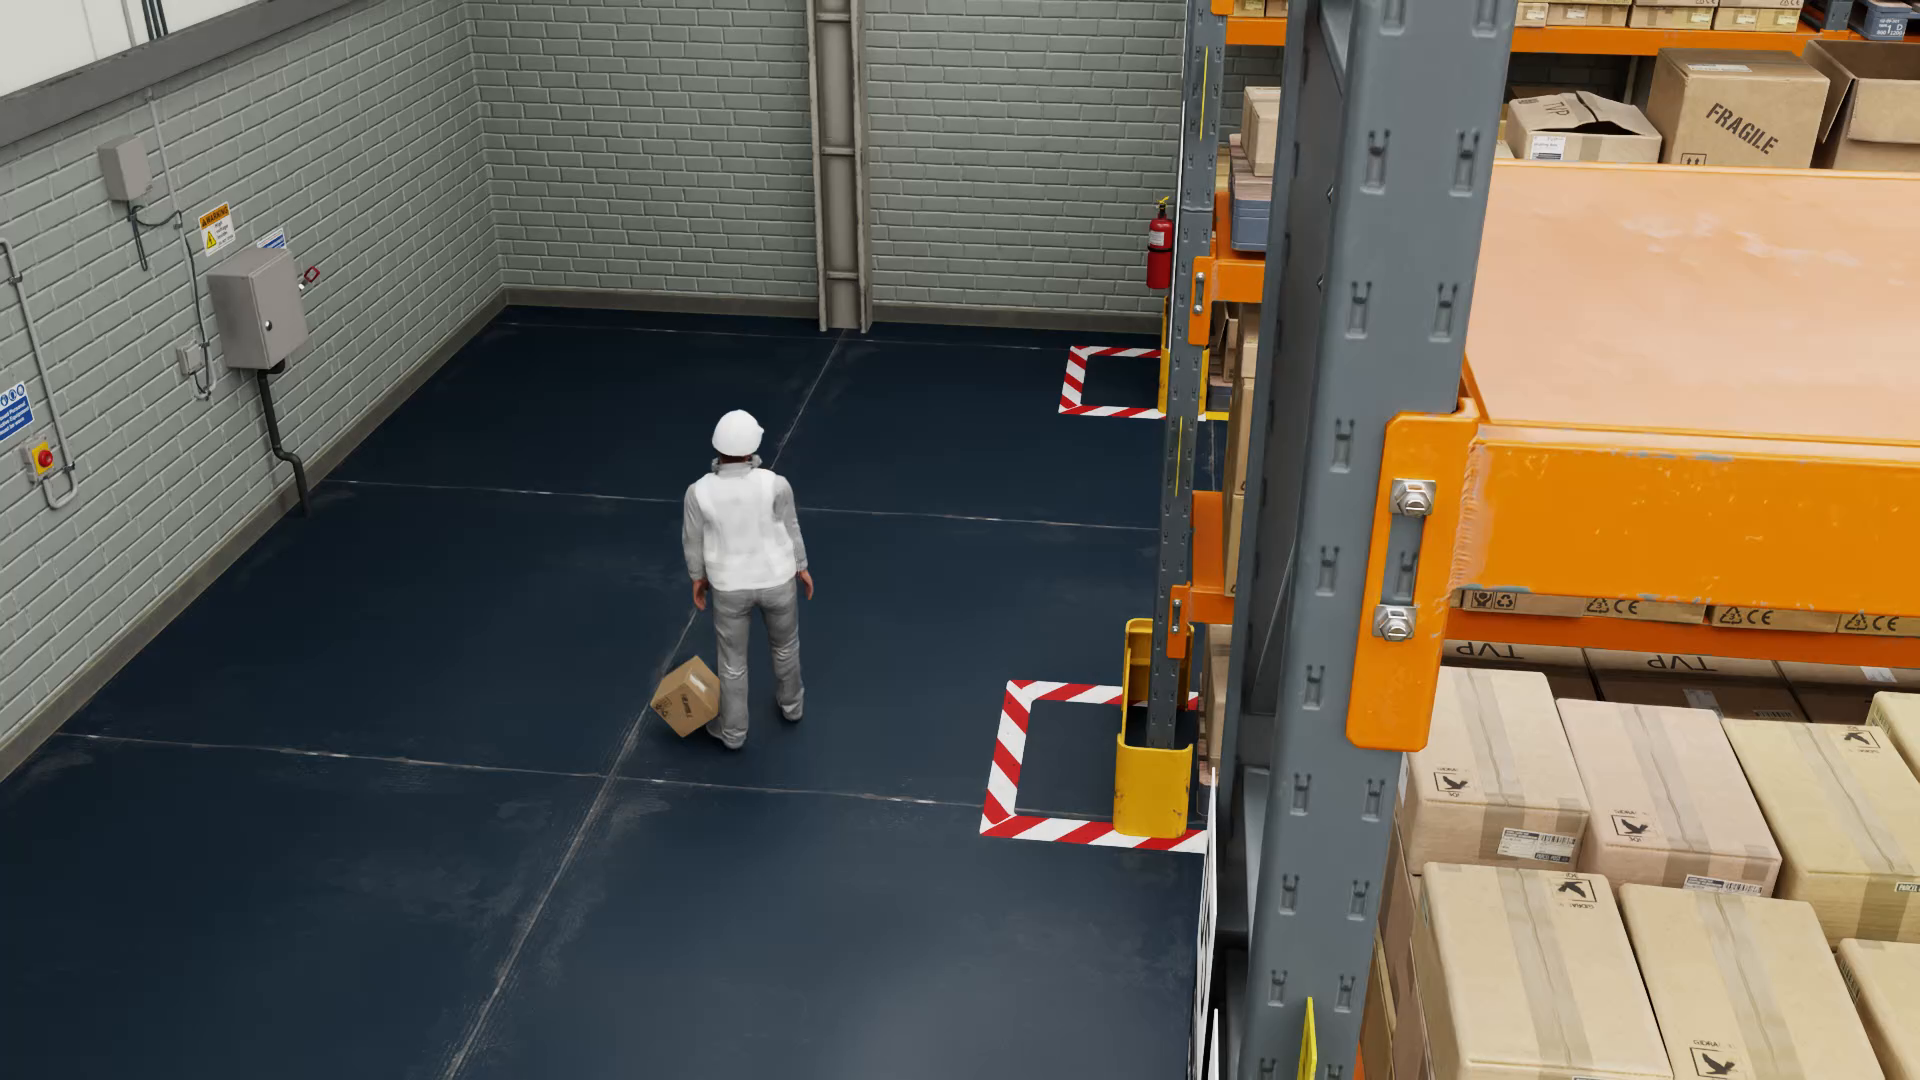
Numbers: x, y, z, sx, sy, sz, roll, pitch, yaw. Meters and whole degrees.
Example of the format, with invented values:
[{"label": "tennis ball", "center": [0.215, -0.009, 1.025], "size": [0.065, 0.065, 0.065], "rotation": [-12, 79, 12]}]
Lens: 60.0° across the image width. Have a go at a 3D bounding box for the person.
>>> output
[{"label": "person", "center": [-1.042, 0.161, 8.236], "size": [0.622, 1.778, 0.525], "rotation": [-3, 28, -5]}]
